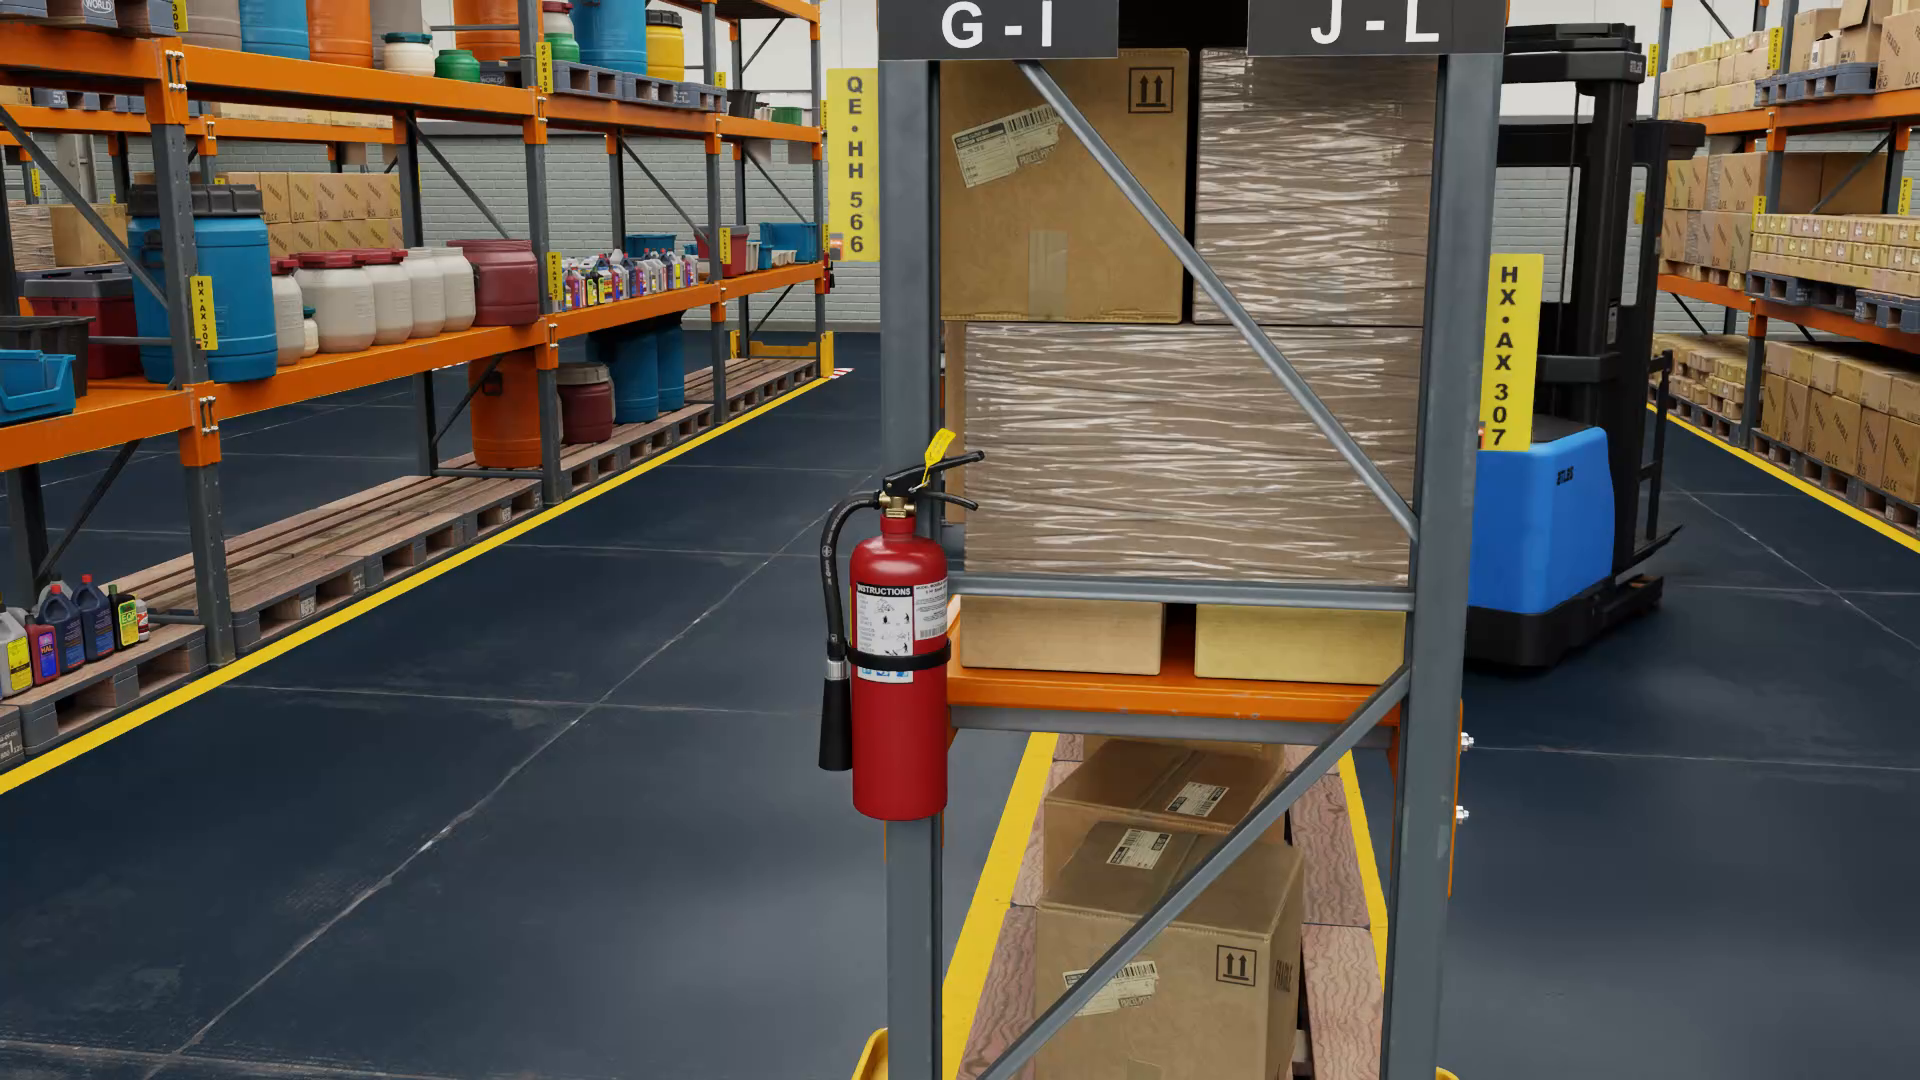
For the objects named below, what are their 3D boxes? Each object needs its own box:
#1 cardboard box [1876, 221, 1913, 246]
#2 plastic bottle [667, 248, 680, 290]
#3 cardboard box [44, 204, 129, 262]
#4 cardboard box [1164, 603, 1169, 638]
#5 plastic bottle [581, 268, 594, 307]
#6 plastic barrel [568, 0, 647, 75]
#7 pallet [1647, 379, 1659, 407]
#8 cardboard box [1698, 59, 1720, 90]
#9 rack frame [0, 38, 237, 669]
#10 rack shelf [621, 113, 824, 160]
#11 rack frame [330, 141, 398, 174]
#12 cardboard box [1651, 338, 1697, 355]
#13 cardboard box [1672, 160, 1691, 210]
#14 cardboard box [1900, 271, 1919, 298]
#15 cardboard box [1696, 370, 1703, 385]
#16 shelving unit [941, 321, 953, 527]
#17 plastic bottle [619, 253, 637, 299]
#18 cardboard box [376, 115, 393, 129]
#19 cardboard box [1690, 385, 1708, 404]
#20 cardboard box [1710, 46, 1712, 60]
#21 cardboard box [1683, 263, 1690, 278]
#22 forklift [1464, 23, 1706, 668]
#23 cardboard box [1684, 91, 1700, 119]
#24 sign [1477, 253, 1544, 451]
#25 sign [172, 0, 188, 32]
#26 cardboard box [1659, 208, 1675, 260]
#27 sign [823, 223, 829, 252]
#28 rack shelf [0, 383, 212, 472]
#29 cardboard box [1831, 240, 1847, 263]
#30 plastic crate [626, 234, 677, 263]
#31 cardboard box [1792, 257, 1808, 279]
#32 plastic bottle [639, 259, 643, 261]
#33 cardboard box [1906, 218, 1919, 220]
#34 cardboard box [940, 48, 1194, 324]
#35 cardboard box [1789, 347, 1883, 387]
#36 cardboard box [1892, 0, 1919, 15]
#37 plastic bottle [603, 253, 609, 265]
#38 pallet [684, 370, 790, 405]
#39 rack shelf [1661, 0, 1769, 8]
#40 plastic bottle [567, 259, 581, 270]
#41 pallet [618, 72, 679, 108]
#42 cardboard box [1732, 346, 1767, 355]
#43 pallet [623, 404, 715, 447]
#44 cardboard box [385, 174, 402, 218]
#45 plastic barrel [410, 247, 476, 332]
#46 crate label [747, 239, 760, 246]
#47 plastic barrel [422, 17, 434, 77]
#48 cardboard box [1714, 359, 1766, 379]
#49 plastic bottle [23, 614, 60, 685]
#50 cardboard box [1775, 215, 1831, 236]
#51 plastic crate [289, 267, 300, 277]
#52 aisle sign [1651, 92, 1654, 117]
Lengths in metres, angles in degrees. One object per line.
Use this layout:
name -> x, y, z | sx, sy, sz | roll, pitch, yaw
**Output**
cardboard box -> 6.186, -1.984, 10.767 | 0.380, 0.149, 0.250 | 2, 12, 10
plastic bottle -> -2.500, -2.336, 14.330 | 0.144, 0.351, 0.185 | 2, 12, 9
cardboard box -> -7.913, -2.741, 14.857 | 0.700, 0.500, 0.500 | 4, 13, 18
cardboard box -> 0.245, 0.101, 3.500 | 0.380, 0.149, 0.250 | 2, 12, 9
plastic bottle -> -2.774, -1.875, 12.349 | 0.061, 0.283, 0.133 | 2, 12, 9
plastic barrel -> -2.793, -4.118, 13.177 | 0.600, 0.901, 0.708 | 2, 12, 9
pallet -> 7.541, -1.506, 16.978 | 1.003, 0.211, 1.213 | 2, 12, 9
cardboard box -> 7.143, -4.288, 15.320 | 0.500, 0.250, 0.500 | 1, 12, 7
rack frame -> -3.912, -0.897, 7.534 | 1.000, 3.000, 0.127 | 2, 12, 9
rack shelf -> -2.375, -4.093, 16.953 | 1.077, 0.370, 4.000 | 2, 12, 9
rack frame -> -6.961, -3.556, 19.873 | 1.000, 3.000, 0.127 | 2, 12, 9
cardboard box -> 7.207, -1.947, 16.767 | 0.380, 0.149, 0.250 | 2, 12, 8
cardboard box -> 7.208, -3.438, 16.009 | 0.500, 0.500, 0.500 | 2, 12, 7
cardboard box -> 6.104, -1.587, 10.338 | 0.380, 0.149, 0.250 | 2, 12, 10
cardboard box -> 7.101, -1.524, 15.507 | 0.380, 0.149, 0.250 | 1, 12, 6
shelving unit -> 0.025, -1.061, 10.432 | 0.431, 2.100, 0.503 | 2, 12, 9
plastic bottle -> -2.670, -2.107, 13.266 | 0.144, 0.351, 0.185 | 2, 12, 9
cardboard box -> -6.779, -4.833, 19.037 | 0.500, 0.250, 0.500 | 2, 12, 9
cardboard box -> 6.980, -1.340, 15.359 | 0.380, 0.149, 0.250 | 2, 12, 9
cardboard box -> 7.170, -4.502, 15.368 | 0.380, 0.149, 0.250 | 2, 12, 11
cardboard box -> 7.210, -2.600, 16.033 | 0.380, 0.149, 0.250 | 2, 12, 8
forklift -> 3.101, -1.103, 8.654 | 1.130, 2.935, 3.031 | 9, 15, 37
cardboard box -> 7.239, -4.143, 15.834 | 0.500, 0.250, 0.500 | 1, 12, 7
sign -> 0.903, -0.309, 2.753 | 0.100, 0.325, 0.005 | 2, 12, 9
sign -> -3.371, -2.347, 7.124 | 0.100, 0.325, 0.005 | 2, 12, 9
cardboard box -> 7.313, -3.050, 16.582 | 0.500, 0.500, 0.500 | 2, 12, 9
sign -> -1.521, -3.460, 19.041 | 0.100, 0.325, 0.005 | 2, 12, 9
rack shelf -> -4.220, -0.129, 5.678 | 1.077, 0.370, 4.000 | 2, 12, 9
cardboard box -> 6.304, -2.001, 11.553 | 0.380, 0.149, 0.250 | 2, 12, 10
plastic crate -> -2.947, -2.692, 15.759 | 0.392, 0.384, 0.575 | 2, 12, 9
cardboard box -> 6.425, -2.020, 12.347 | 0.380, 0.149, 0.250 | 1, 12, 6
plastic bottle -> -2.683, -2.226, 14.006 | 0.097, 0.271, 0.097 | 0, 12, 0
cardboard box -> 7.027, -2.232, 11.917 | 0.380, 0.149, 0.250 | 1, 12, 6
cardboard box -> 0.207, -0.709, 3.347 | 0.500, 0.500, 0.500 | 2, 12, 9
cardboard box -> 6.643, -1.313, 12.625 | 0.500, 0.250, 0.500 | 2, 12, 10
cardboard box -> 6.465, -3.638, 11.078 | 0.396, 0.266, 0.258 | 2, 12, 9
plastic bottle -> -3.181, -2.415, 14.855 | 0.061, 0.283, 0.133 | 2, 12, 9
pallet -> -2.422, -1.608, 17.453 | 1.003, 0.211, 1.213 | 2, 12, 9
rack shelf -> 7.405, -5.215, 15.049 | 1.077, 0.370, 4.000 | 2, 12, 9
plastic bottle -> -3.272, -2.225, 13.990 | 0.152, 0.276, 0.135 | 2, 12, 9
pallet -> -2.878, -3.533, 13.097 | 1.003, 0.211, 1.213 | 2, 12, 9
cardboard box -> 7.633, -1.767, 15.931 | 0.380, 0.149, 0.250 | 1, 12, 7
pallet -> -2.842, -1.040, 14.816 | 1.003, 0.211, 1.213 | 2, 12, 9
cardboard box -> -6.758, -3.992, 19.286 | 0.500, 0.500, 0.500 | 2, 12, 8
plastic barrel -> -3.244, -1.563, 10.360 | 0.421, 0.512, 0.421 | 0, 12, 0
crate label -> -2.430, -3.301, 18.947 | 0.416, 0.233, 0.303 | 2, 12, 9
plastic barrel -> -3.648, -3.196, 10.816 | 0.421, 0.512, 0.421 | 0, 12, 0
cardboard box -> 6.926, -1.511, 14.744 | 0.380, 0.149, 0.250 | 2, 12, 8
plastic bottle -> -3.740, 0.435, 6.759 | 0.061, 0.283, 0.133 | 3, 12, 12
cardboard box -> 6.503, -2.414, 12.764 | 0.380, 0.149, 0.250 | 2, 12, 9
plastic crate -> -3.848, -1.434, 9.876 | 0.402, 0.464, 0.583 | 2, 12, 9
aisle sign -> 7.427, -4.348, 17.379 | 0.394, 0.787, 0.004 | 2, 12, 9
